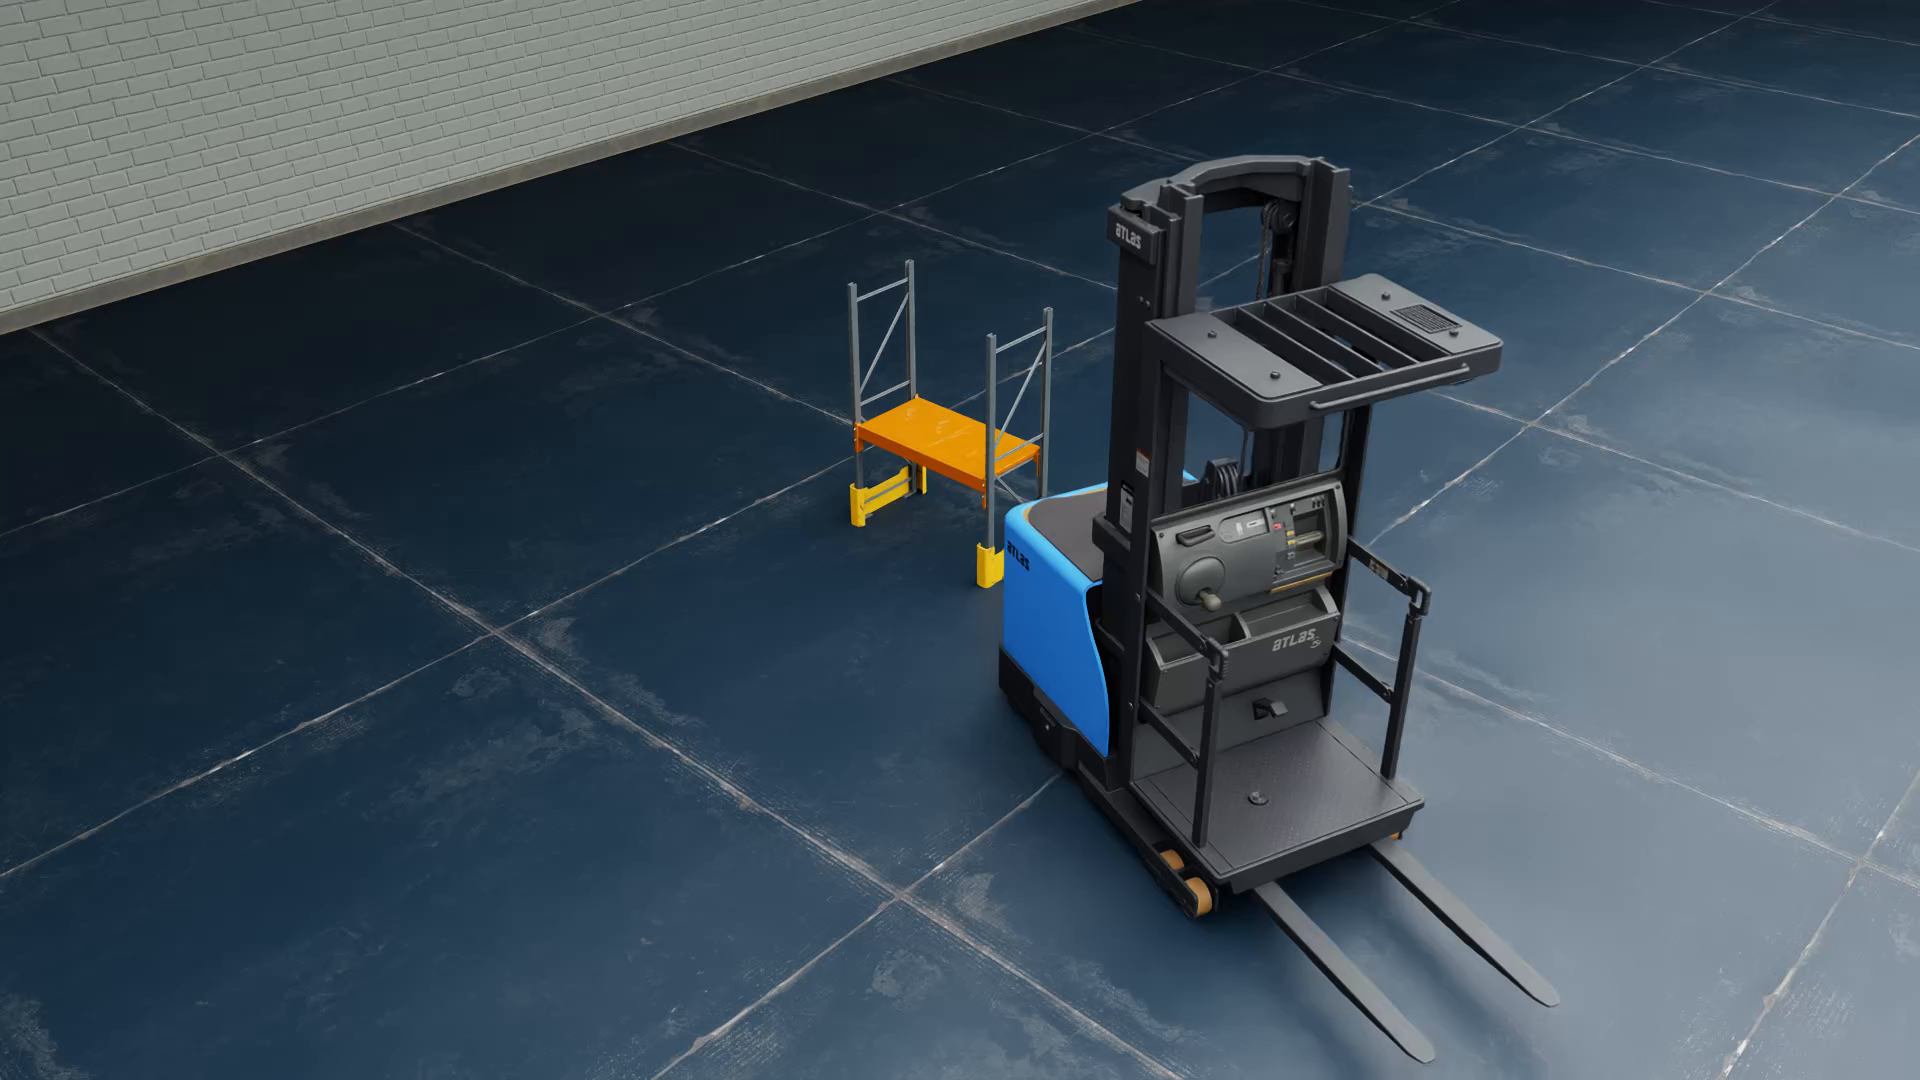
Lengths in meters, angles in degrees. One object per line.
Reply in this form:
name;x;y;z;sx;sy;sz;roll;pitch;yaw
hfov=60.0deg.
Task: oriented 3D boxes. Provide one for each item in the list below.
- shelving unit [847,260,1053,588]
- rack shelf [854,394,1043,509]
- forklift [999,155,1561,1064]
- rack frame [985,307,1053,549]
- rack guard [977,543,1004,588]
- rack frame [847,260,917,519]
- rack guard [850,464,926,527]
shelving unit;-0.057;-0.669;9.352;1.083;1.500;0.587;25;39;35
rack shelf;-0.063;-0.518;9.449;1.000;0.185;0.538;25;39;35
forklift;1.310;0.077;6.725;1.130;2.935;3.031;-15;34;-23
rack frame;0.314;-0.496;9.064;0.032;1.500;0.500;25;39;35
rack guard;0.313;0.039;9.388;0.087;0.250;0.587;25;39;35
rack frame;-0.440;-0.848;9.649;0.032;1.500;0.500;25;39;35
rack guard;-0.426;-0.306;9.960;0.087;0.250;0.587;25;39;35
